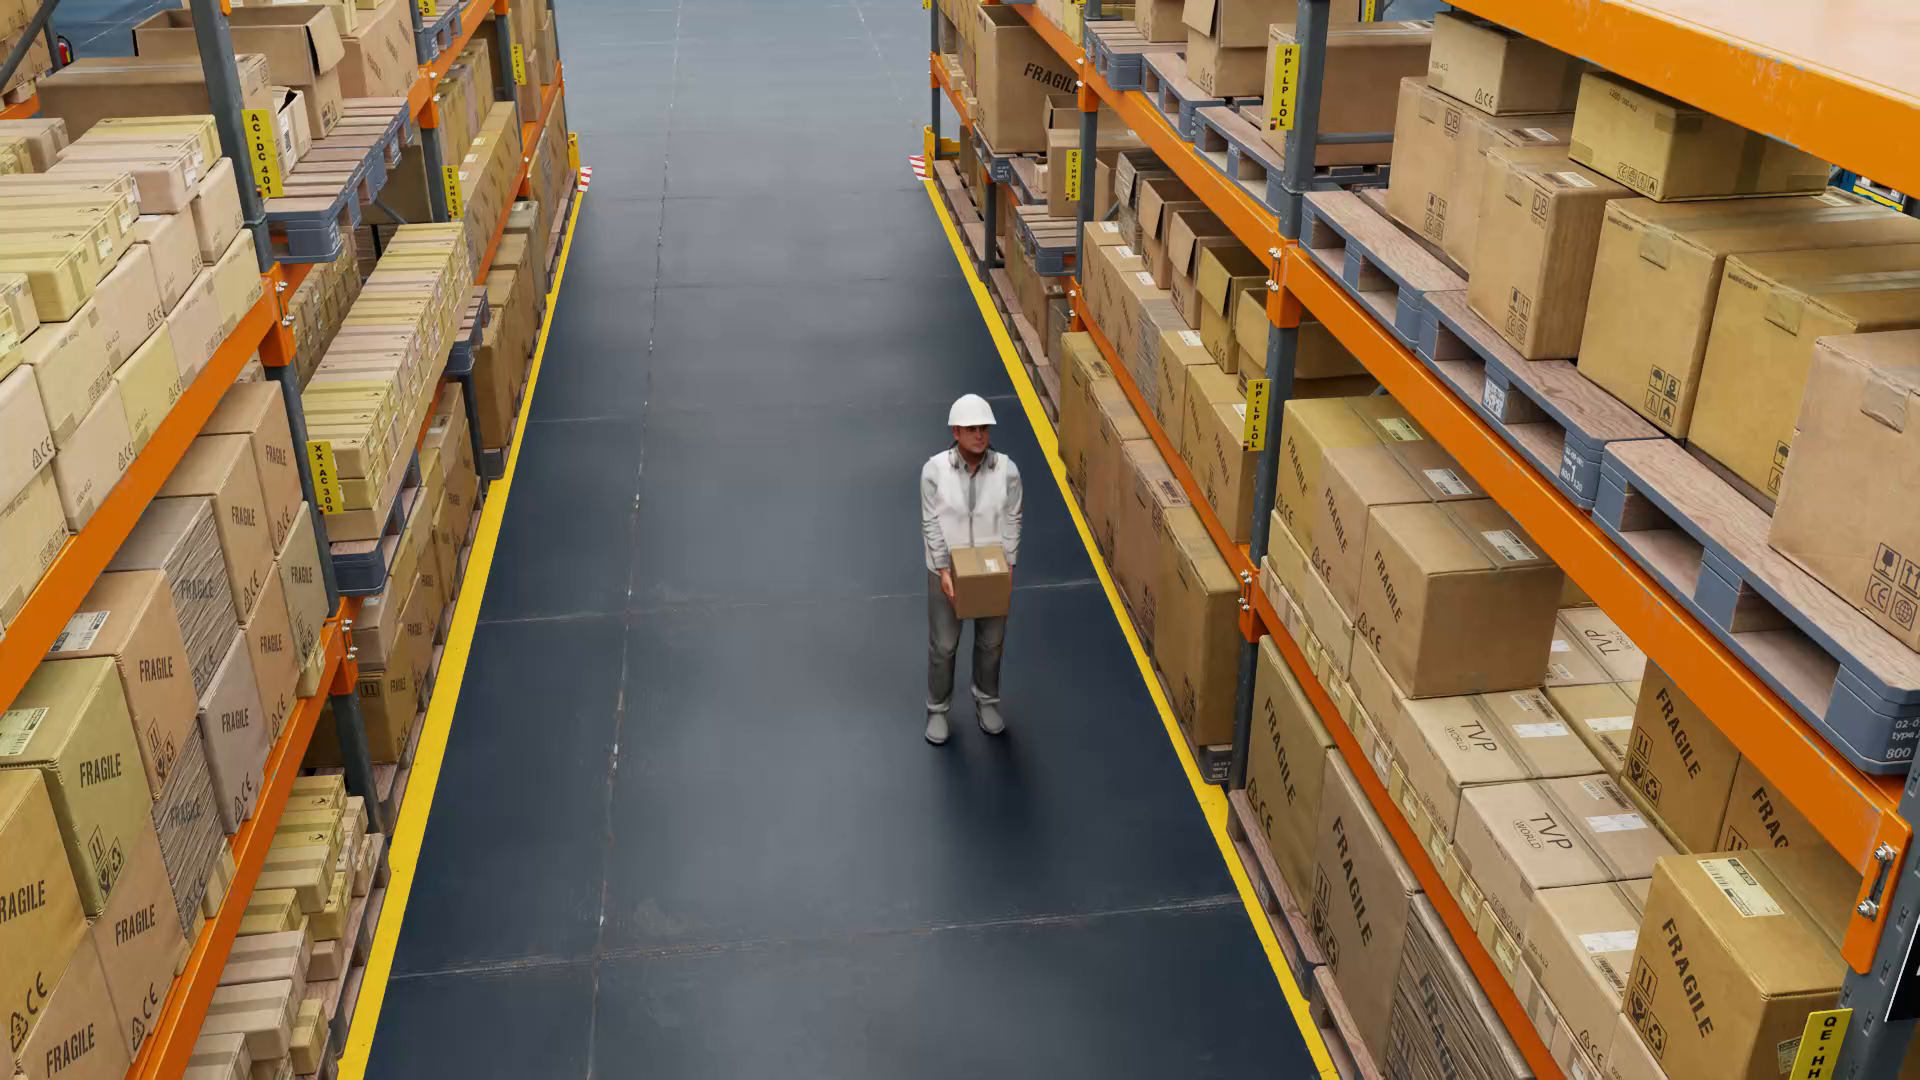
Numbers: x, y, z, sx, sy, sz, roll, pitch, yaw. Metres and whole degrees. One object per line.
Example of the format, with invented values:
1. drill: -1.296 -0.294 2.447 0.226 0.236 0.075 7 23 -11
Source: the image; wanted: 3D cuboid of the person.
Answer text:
1. person: 0.063 0.170 8.253 0.512 1.773 0.539 -4 27 -7
